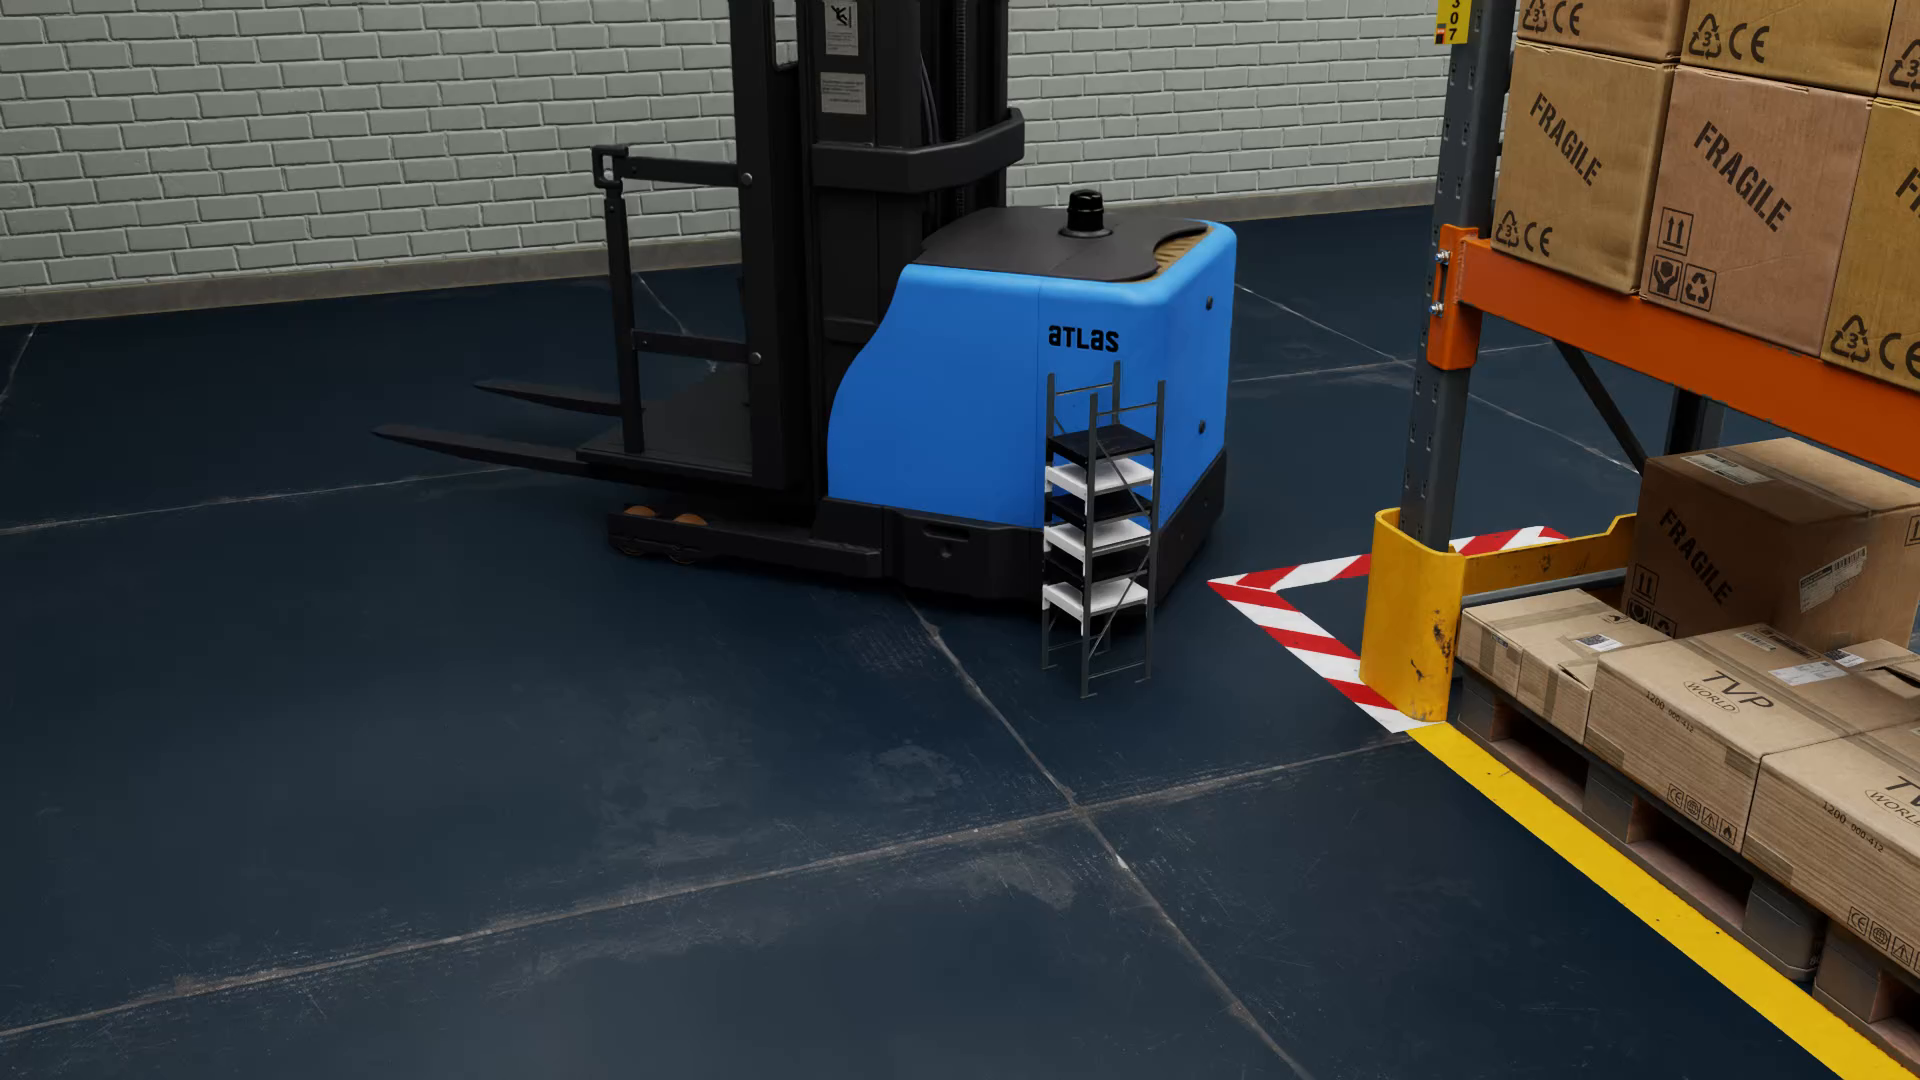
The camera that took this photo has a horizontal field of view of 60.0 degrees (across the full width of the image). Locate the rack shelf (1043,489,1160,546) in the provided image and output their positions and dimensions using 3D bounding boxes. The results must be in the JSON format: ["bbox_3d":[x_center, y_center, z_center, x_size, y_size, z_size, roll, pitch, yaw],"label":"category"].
[{"bbox_3d":[0.393,-0.076,4.627,0.258,0.077,0.200,-13,26,-28],"label":"rack shelf"}]

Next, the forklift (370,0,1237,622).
[{"bbox_3d":[-0.648,-1.449,5.413,3.031,2.935,1.130,9,24,20],"label":"forklift"}]

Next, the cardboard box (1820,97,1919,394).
[{"bbox_3d":[1.987,-0.523,3.000,0.500,0.500,0.500,-8,24,-19],"label":"cardboard box"}]

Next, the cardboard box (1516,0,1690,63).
[{"bbox_3d":[1.625,-1.353,3.683,0.500,0.500,0.500,-8,24,-17],"label":"cardboard box"}]

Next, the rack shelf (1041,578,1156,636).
[{"bbox_3d":[0.393,0.172,4.732,0.258,0.077,0.200,-13,26,-28],"label":"rack shelf"}]

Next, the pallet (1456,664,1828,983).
[{"bbox_3d":[2.024,0.558,4.154,1.003,0.211,1.213,-8,24,-19],"label":"pallet"}]

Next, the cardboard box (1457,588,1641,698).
[{"bbox_3d":[1.541,0.266,4.360,0.380,0.149,0.250,-8,24,-19],"label":"cardboard box"}]

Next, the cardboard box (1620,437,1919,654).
[{"bbox_3d":[2.137,0.069,4.376,0.500,0.500,0.500,-8,24,-19],"label":"cardboard box"}]

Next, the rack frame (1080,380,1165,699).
[{"bbox_3d":[0.445,0.010,4.568,0.240,0.900,0.006,-13,26,-28],"label":"rack frame"}]

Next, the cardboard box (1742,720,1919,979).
[{"bbox_3d":[1.995,0.620,3.390,0.500,0.250,0.500,-8,24,-19],"label":"cardboard box"}]

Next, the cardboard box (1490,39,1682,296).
[{"bbox_3d":[1.625,-0.893,3.877,0.500,0.500,0.500,-8,24,-18],"label":"cardboard box"}]

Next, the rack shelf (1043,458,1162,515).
[{"bbox_3d":[0.393,-0.159,4.592,0.258,0.077,0.200,-13,26,-28],"label":"rack shelf"}]

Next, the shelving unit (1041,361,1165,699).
[{"bbox_3d":[0.393,-0.024,4.649,0.258,0.900,0.210,-13,26,-28],"label":"shelving unit"}]

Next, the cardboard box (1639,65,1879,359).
[{"bbox_3d":[1.812,-0.706,3.434,0.500,0.500,0.500,-9,24,-20],"label":"cardboard box"}]

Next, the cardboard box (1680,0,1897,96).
[{"bbox_3d":[1.817,-1.164,3.235,0.500,0.500,0.500,-8,24,-18],"label":"cardboard box"}]

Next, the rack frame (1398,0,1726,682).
[{"bbox_3d":[1.715,-1.044,4.365,1.000,3.000,0.127,-8,24,-19],"label":"rack frame"}]

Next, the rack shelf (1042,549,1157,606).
[{"bbox_3d":[0.393,0.089,4.697,0.258,0.077,0.200,-13,26,-28],"label":"rack shelf"}]

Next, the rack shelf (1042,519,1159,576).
[{"bbox_3d":[0.393,0.007,4.662,0.258,0.077,0.200,-13,26,-28],"label":"rack shelf"}]

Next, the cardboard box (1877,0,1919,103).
[{"bbox_3d":[1.989,-0.982,2.802,0.500,0.500,0.500,-8,24,-18],"label":"cardboard box"}]

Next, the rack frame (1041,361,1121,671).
[{"bbox_3d":[0.341,-0.058,4.730,0.240,0.900,0.006,-13,26,-28],"label":"rack frame"}]

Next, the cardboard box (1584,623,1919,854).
[{"bbox_3d":[1.818,0.439,3.821,0.500,0.250,0.500,-8,24,-19],"label":"cardboard box"}]

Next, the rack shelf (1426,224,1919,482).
[{"bbox_3d":[2.421,0.014,2.780,1.077,0.370,4.000,-8,24,-19],"label":"rack shelf"}]

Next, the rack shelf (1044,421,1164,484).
[{"bbox_3d":[0.393,-0.242,4.557,0.258,0.077,0.200,-13,26,-28],"label":"rack shelf"}]

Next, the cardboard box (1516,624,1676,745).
[{"bbox_3d":[1.630,0.349,4.141,0.380,0.166,0.250,-8,24,-19],"label":"cardboard box"}]

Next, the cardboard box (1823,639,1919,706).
[{"bbox_3d":[2.196,0.382,4.063,0.380,0.166,0.250,-8,24,-19],"label":"cardboard box"}]

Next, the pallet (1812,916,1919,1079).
[{"bbox_3d":[2.452,1.001,3.104,1.003,0.211,1.213,-8,24,-19],"label":"pallet"}]

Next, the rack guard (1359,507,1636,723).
[{"bbox_3d":[1.742,0.136,4.785,1.175,0.500,0.348,-8,24,-19],"label":"rack guard"}]

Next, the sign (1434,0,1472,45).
[{"bbox_3d":[1.207,-1.368,4.020,0.100,0.325,0.005,-8,24,-19],"label":"sign"}]
